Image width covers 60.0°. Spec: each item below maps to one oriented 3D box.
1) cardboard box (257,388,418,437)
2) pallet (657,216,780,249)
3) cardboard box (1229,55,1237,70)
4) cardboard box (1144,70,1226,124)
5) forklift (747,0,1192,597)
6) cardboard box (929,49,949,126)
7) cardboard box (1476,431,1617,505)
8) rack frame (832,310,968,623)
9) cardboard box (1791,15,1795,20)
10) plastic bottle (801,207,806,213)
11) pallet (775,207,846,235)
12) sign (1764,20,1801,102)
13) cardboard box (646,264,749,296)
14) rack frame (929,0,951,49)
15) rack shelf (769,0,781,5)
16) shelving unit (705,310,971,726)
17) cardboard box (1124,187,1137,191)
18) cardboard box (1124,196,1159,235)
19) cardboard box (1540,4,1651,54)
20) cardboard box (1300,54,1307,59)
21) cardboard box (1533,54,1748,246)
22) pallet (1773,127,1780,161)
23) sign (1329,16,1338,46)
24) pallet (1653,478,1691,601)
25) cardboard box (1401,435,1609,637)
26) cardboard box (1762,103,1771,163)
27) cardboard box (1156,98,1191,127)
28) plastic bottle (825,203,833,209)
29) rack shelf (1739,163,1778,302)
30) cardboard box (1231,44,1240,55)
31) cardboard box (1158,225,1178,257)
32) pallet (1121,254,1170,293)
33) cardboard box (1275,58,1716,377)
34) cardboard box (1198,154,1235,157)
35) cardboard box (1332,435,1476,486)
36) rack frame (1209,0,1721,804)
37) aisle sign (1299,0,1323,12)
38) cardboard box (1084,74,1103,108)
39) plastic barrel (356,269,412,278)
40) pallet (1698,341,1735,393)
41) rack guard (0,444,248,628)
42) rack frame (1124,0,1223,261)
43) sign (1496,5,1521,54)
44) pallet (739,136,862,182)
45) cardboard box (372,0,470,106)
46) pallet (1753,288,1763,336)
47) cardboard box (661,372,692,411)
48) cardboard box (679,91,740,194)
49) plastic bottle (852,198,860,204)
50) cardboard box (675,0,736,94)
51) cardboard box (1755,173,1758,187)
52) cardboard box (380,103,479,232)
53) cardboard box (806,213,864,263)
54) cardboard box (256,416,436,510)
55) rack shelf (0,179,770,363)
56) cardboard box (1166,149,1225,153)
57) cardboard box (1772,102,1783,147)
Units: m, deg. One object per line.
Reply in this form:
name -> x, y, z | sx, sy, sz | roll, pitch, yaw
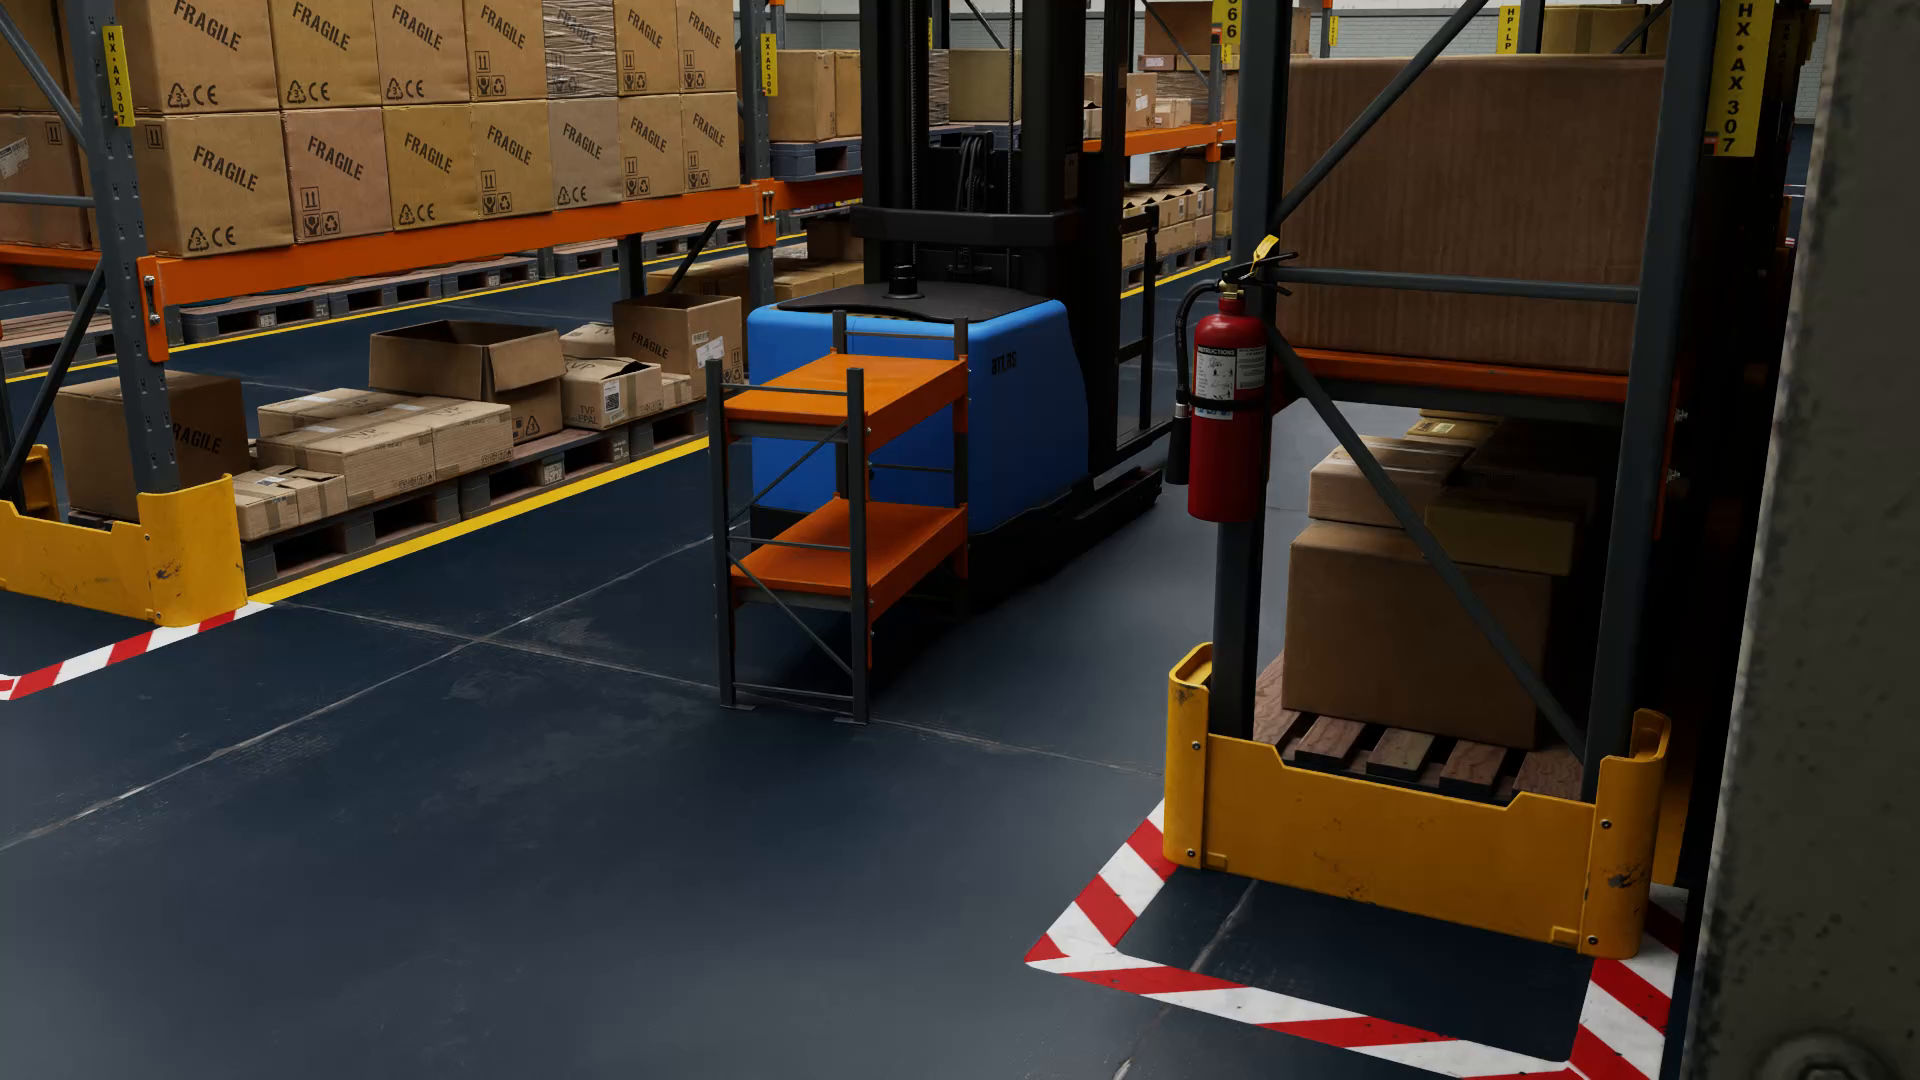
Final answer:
cardboard box -> -2.840, -0.511, 7.644 | 0.500, 0.250, 0.500 | 8, 18, 25
pallet -> -2.698, -3.357, 18.064 | 1.003, 0.211, 1.213 | 8, 18, 25
cardboard box -> 2.567, -4.800, 16.710 | 0.380, 0.149, 0.250 | 8, 18, 24
cardboard box -> 2.240, -4.429, 16.601 | 0.700, 0.500, 0.500 | 8, 18, 24
forklift -> 0.283, -1.565, 7.255 | 1.130, 2.935, 3.031 | 8, 18, 26
cardboard box -> -0.500, -3.114, 11.437 | 0.700, 0.500, 0.500 | 12, 21, 36
cardboard box -> 1.803, -0.222, 5.126 | 0.380, 0.149, 0.250 | 8, 18, 26
rack frame -> -0.214, -0.261, 6.035 | 0.500, 1.125, 0.032 | 5, 17, 17
cardboard box -> 4.723, -3.030, 10.017 | 0.500, 0.250, 0.500 | 9, 19, 27
plastic bottle -> -1.802, -3.819, 18.865 | 0.097, 0.201, 0.097 | 0, 17, 0
pallet -> -2.045, -3.727, 19.312 | 1.003, 0.211, 1.213 | 8, 18, 25
sign -> 3.403, -1.983, 6.882 | 0.100, 0.325, 0.005 | 8, 18, 25
cardboard box -> -1.563, -1.404, 10.211 | 0.500, 0.500, 0.500 | 8, 18, 25
rack frame -> -0.595, -5.917, 21.787 | 1.000, 3.000, 0.127 | 8, 18, 25
rack shelf -> -3.276, -5.482, 16.317 | 1.077, 0.370, 4.000 | 8, 18, 25
shelving unit -> -0.370, -0.123, 5.571 | 0.538, 1.125, 1.048 | 5, 17, 17
cardboard box -> 1.412, -3.219, 15.809 | 0.500, 0.311, 0.500 | 8, 18, 25
cardboard box -> 1.443, -2.892, 14.709 | 0.500, 0.311, 0.500 | 8, 18, 25
cardboard box -> 2.886, -2.311, 7.597 | 0.500, 0.250, 0.500 | 9, 19, 27
cardboard box -> 3.719, -5.457, 18.921 | 0.380, 0.149, 0.250 | 9, 19, 27
cardboard box -> 2.649, -1.608, 6.752 | 0.980, 0.700, 0.700 | 8, 19, 26
pallet -> 4.917, -2.722, 11.367 | 1.213, 0.211, 1.003 | 8, 18, 25
sign -> 4.314, -5.882, 19.219 | 0.100, 0.325, 0.005 | 8, 18, 25
pallet -> 2.496, -0.080, 7.031 | 1.003, 0.211, 1.213 | 8, 18, 25
cardboard box -> 1.790, -0.031, 5.622 | 0.700, 0.500, 0.500 | 7, 18, 24
cardboard box -> 3.792, -2.147, 8.360 | 0.500, 0.500, 0.500 | 8, 18, 24
cardboard box -> 1.867, -4.064, 15.812 | 0.500, 0.250, 0.500 | 9, 19, 29
plastic bottle -> -1.566, -4.040, 19.348 | 0.144, 0.351, 0.185 | 7, 18, 23
rack shelf -> 3.800, -1.765, 9.070 | 1.077, 0.370, 4.000 | 8, 18, 25
cardboard box -> 2.465, -5.180, 16.850 | 0.700, 0.500, 0.500 | 8, 18, 25
cardboard box -> 1.666, -2.749, 15.212 | 0.500, 0.250, 0.500 | 9, 19, 27
pallet -> 1.209, -2.426, 14.930 | 1.003, 0.211, 1.213 | 8, 18, 25
cardboard box -> 1.338, -0.856, 4.221 | 0.980, 0.700, 0.700 | 9, 19, 28
cardboard box -> 2.751, -3.717, 17.153 | 0.500, 0.500, 0.500 | 8, 18, 25
cardboard box -> 1.350, -0.207, 5.077 | 0.380, 0.149, 0.250 | 9, 19, 27
rack frame -> 1.119, -0.581, 3.822 | 1.000, 3.000, 0.127 | 8, 18, 25
aisle sign -> 4.127, -6.512, 19.223 | 0.394, 0.787, 0.004 | 8, 18, 25
cardboard box -> 0.995, -3.726, 14.233 | 0.500, 0.500, 0.500 | 7, 18, 22
plastic barrel -> -4.877, -2.510, 13.815 | 0.600, 0.588, 0.708 | 8, 18, 25
pallet -> 4.274, -1.091, 10.436 | 1.003, 0.211, 1.213 | 8, 18, 25
rack guard -> -3.280, -0.032, 6.362 | 1.175, 0.500, 0.348 | 8, 18, 25
rack frame -> 2.048, -4.267, 16.232 | 1.000, 3.000, 0.127 | 8, 18, 25
sign -> 2.416, -2.184, 7.323 | 0.100, 0.325, 0.005 | 8, 18, 25
pallet -> -1.072, -2.327, 10.037 | 1.003, 0.211, 1.213 | 8, 18, 25
cardboard box -> -2.425, -2.078, 6.931 | 0.500, 0.500, 0.500 | 8, 18, 26
pallet -> 5.590, -1.791, 12.792 | 1.003, 0.211, 1.213 | 8, 18, 25
cardboard box -> -1.642, -0.789, 8.757 | 0.380, 0.149, 0.250 | 8, 18, 25
cardboard box -> -1.521, -2.117, 8.819 | 0.500, 0.500, 0.500 | 8, 19, 26
plastic bottle -> -1.293, -4.196, 19.872 | 0.144, 0.351, 0.185 | 9, 19, 28
cardboard box -> -1.521, -2.595, 8.670 | 0.500, 0.500, 0.500 | 8, 18, 26
cardboard box -> 4.109, -1.997, 8.994 | 0.380, 0.149, 0.250 | 8, 18, 24
cardboard box -> -2.428, -1.598, 7.068 | 0.500, 0.500, 0.500 | 8, 18, 25
cardboard box -> -0.646, -1.949, 10.726 | 0.500, 0.250, 0.500 | 8, 18, 25
cardboard box -> -2.594, -0.333, 7.043 | 0.500, 0.250, 0.500 | 8, 18, 25
rack shelf -> -2.421, -1.375, 7.759 | 1.077, 0.370, 4.000 | 8, 18, 25
cardboard box -> 2.513, -3.910, 17.803 | 0.500, 0.500, 0.500 | 8, 18, 25
cardboard box -> 4.718, -2.665, 10.106 | 0.500, 0.500, 0.500 | 8, 18, 26
